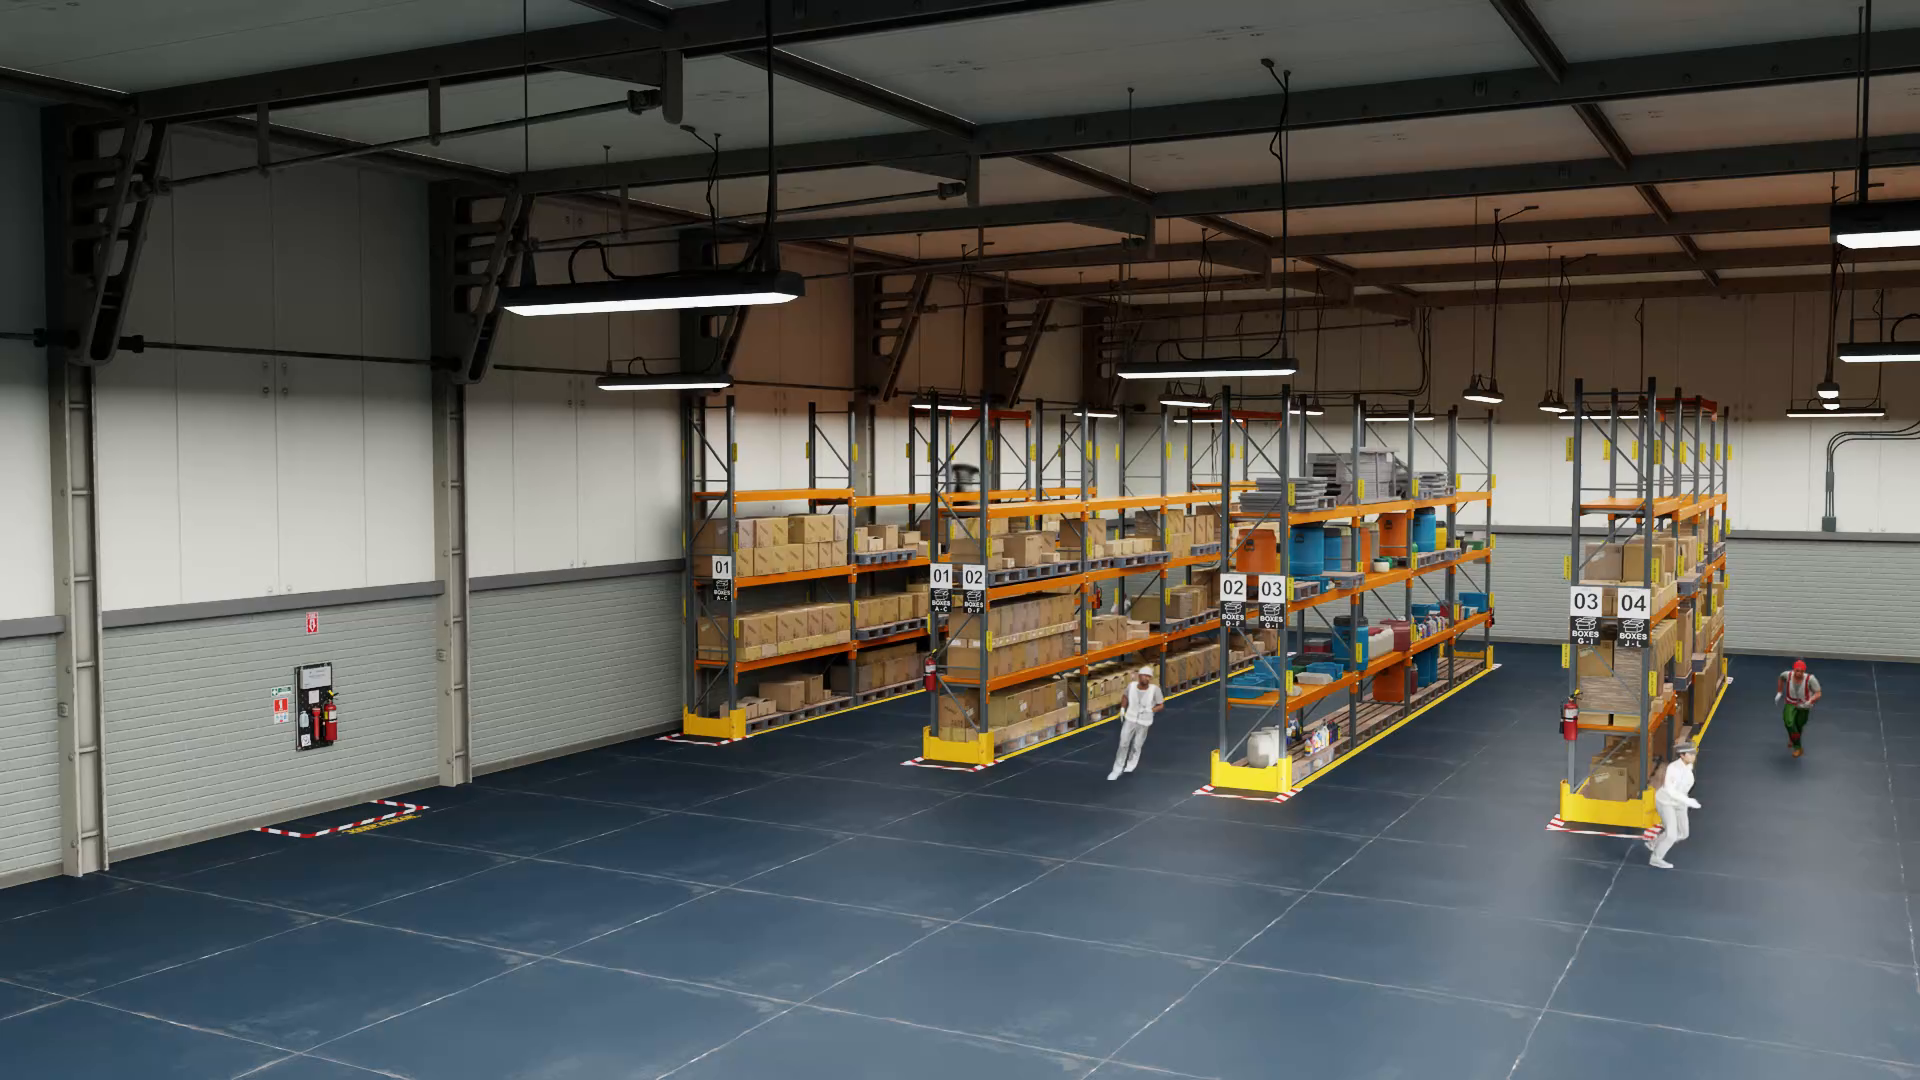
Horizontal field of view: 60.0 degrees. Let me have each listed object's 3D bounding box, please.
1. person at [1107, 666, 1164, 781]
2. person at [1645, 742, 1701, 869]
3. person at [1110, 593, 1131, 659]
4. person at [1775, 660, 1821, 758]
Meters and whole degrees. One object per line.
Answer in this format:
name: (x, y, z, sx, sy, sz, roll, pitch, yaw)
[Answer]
person: (2.715, 2.788, 25.537, 0.842, 1.732, 0.726, 1, 3, 10)
person: (8.549, 3.164, 19.941, 0.588, 1.574, 0.716, -2, 4, -40)
person: (3.968, 2.052, 40.670, 0.523, 1.611, 0.823, 1, 3, 26)
person: (13.881, 2.747, 27.543, 0.688, 1.607, 1.135, 2, 3, 28)
